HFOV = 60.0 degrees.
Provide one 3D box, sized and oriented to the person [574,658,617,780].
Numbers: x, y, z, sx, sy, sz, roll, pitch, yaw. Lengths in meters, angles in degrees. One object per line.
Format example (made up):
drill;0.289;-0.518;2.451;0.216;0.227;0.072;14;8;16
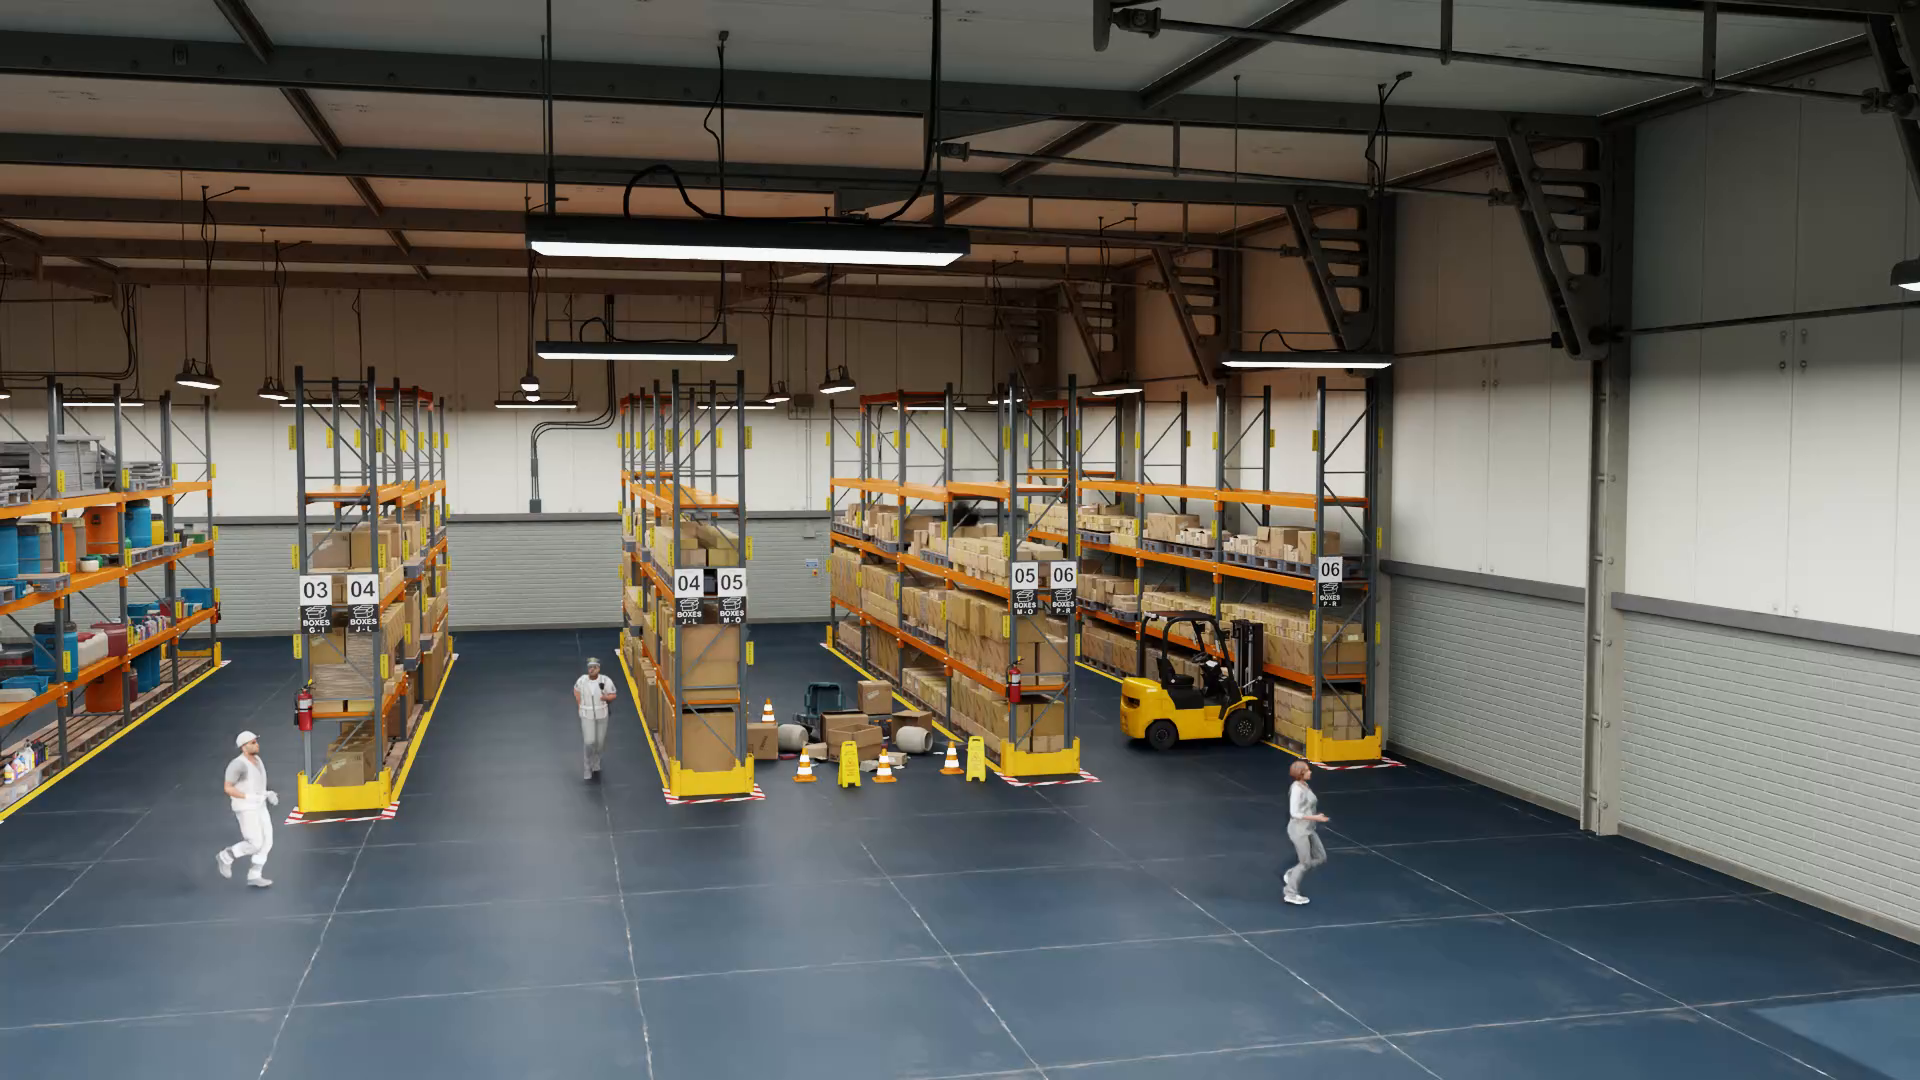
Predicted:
person;-5.421;2.665;24.764;0.624;1.855;0.777;-1;4;-15

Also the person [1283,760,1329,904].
person;3.733;3.156;17.899;0.523;1.536;0.525;2;4;26

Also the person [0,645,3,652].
person;-16.990;2.403;28.973;0.667;1.802;0.752;-1;3;-12

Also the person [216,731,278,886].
person;-8.014;3.013;18.677;0.652;1.743;0.655;0;3;7
